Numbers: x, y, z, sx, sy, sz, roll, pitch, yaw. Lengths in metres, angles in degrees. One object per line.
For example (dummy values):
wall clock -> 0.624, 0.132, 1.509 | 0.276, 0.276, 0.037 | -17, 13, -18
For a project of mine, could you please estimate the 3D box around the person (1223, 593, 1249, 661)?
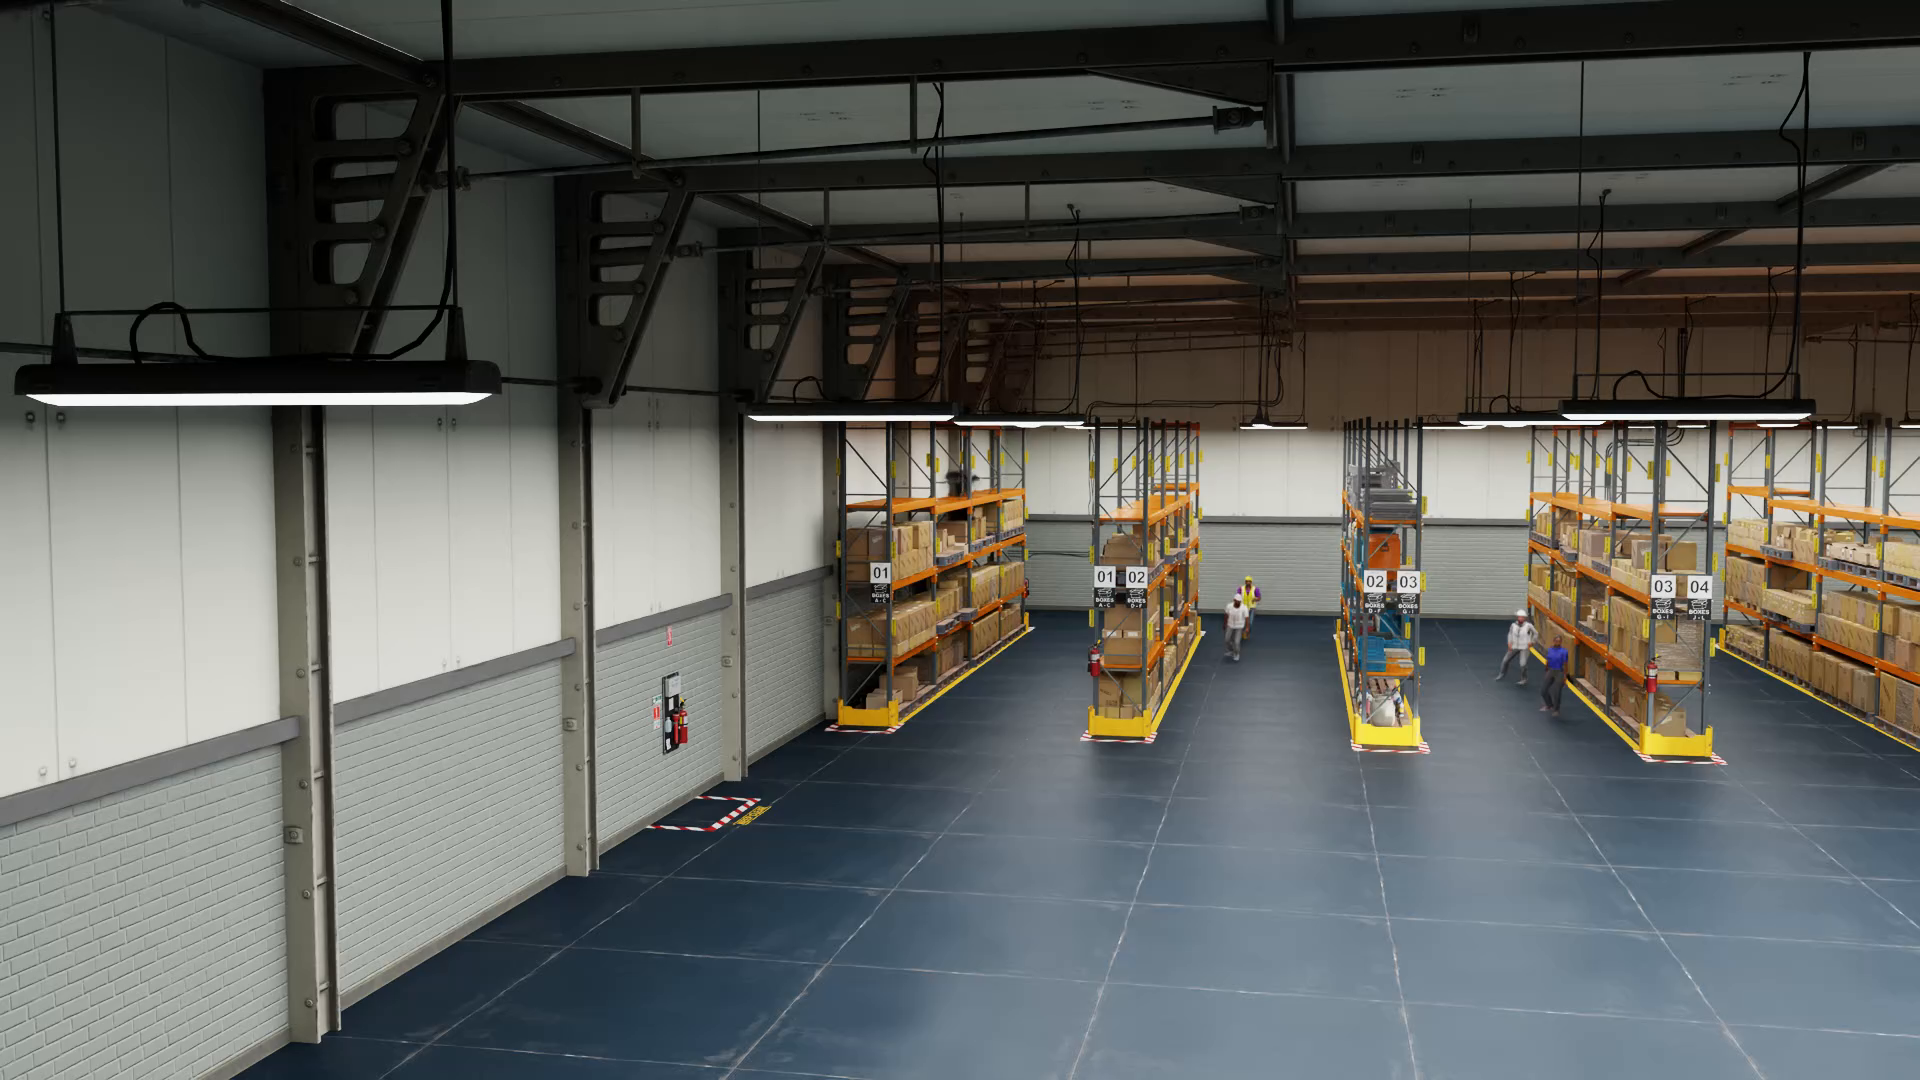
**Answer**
person -> 6.887, 2.166, 41.536 | 0.753, 1.712, 0.636 | 2, 4, 25

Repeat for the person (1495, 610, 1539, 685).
person -> 12.663, 2.428, 37.894 | 0.471, 1.704, 0.929 | -4, 5, -45

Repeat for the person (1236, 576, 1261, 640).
person -> 7.936, 1.875, 45.739 | 0.665, 1.753, 0.688 | 0, 4, 6

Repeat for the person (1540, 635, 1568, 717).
person -> 11.972, 2.734, 33.488 | 0.576, 1.680, 0.432 | 3, 5, 42
